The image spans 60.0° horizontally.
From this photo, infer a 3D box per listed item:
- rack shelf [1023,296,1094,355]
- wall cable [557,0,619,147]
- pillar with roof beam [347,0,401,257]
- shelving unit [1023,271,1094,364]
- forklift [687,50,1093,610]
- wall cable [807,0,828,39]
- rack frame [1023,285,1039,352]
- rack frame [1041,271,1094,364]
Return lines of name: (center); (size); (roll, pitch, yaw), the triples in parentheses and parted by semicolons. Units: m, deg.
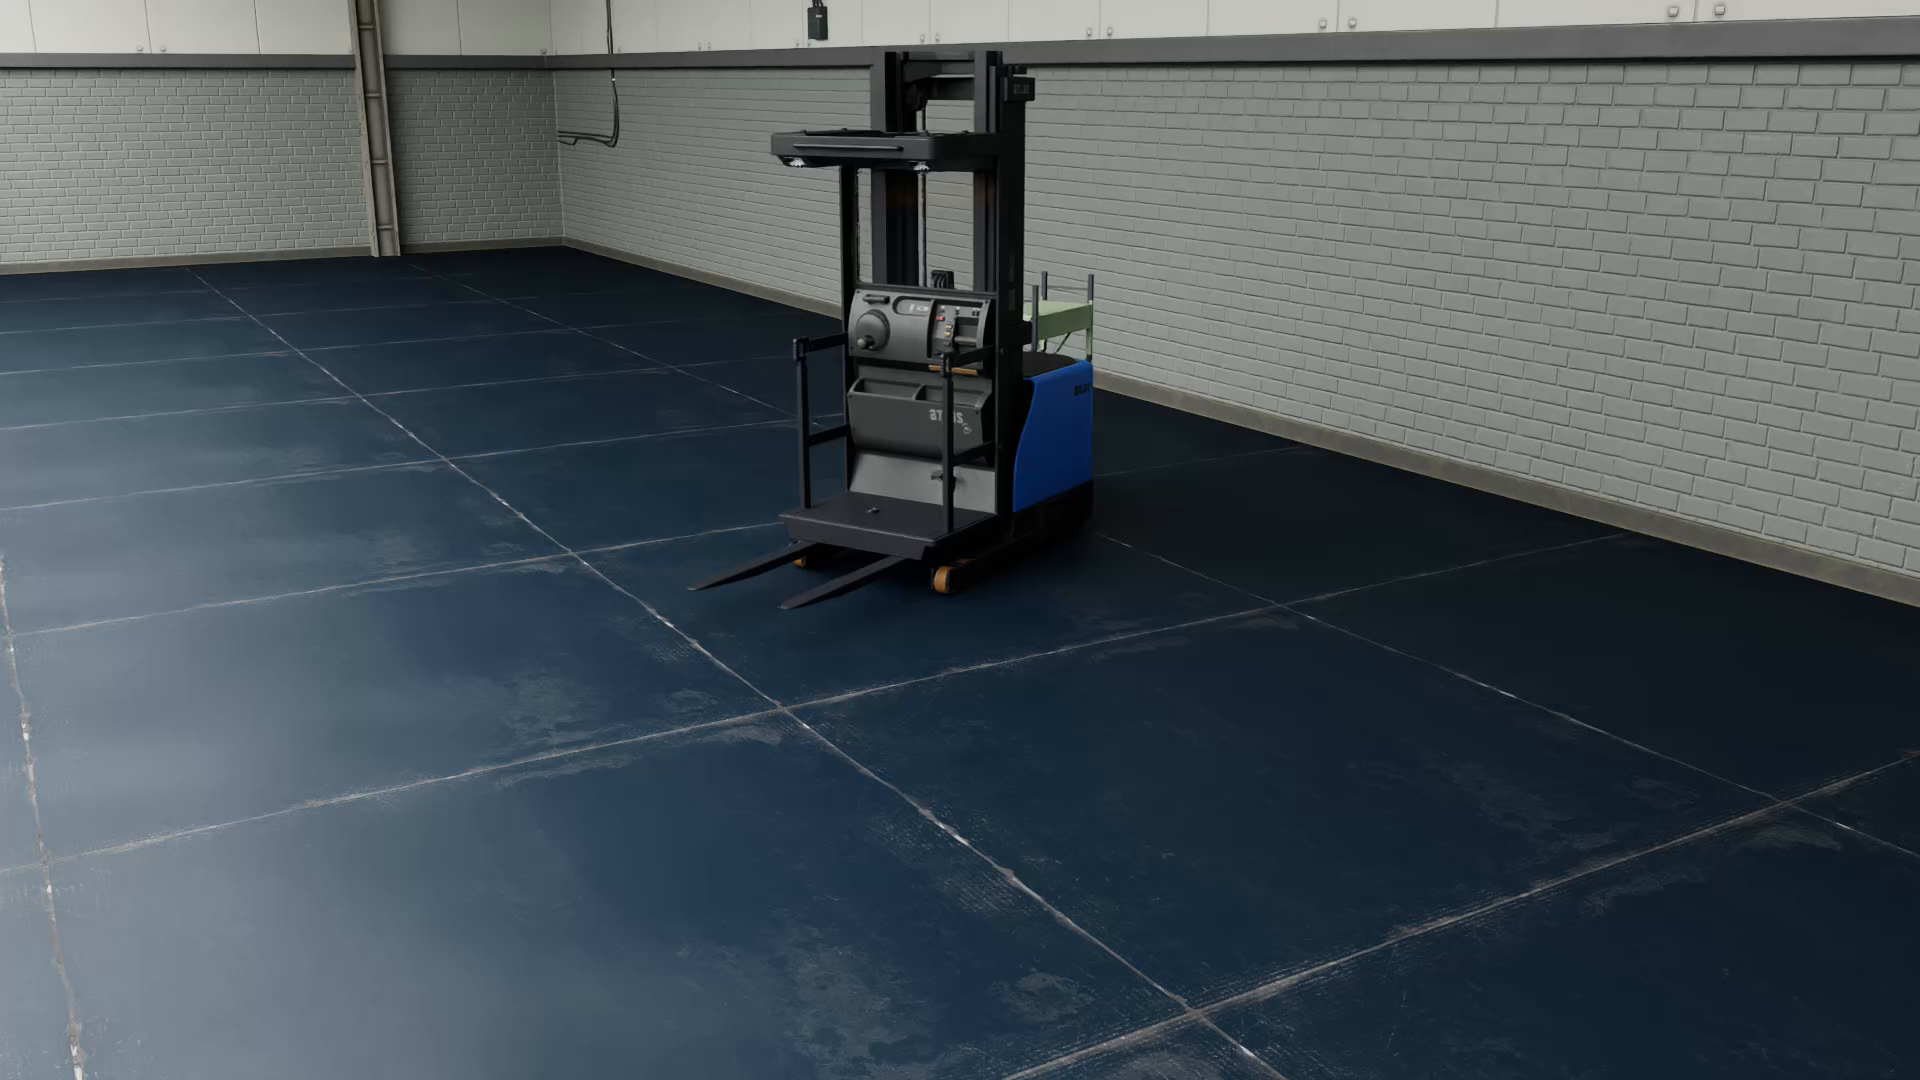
rack shelf: (0.534, -1.401, 11.183); (0.431, 0.370, 0.720); (10, 19, 32)
wall cable: (-6.018, -7.515, 26.301); (0.112, 2.526, 3.097); (-9, 18, -30)
pillar with roof beam: (-7.007, -7.911, 21.959); (0.400, 9.000, 9.100); (-9, 18, -30)
shelving unit: (0.534, -1.025, 11.288); (0.431, 1.500, 0.755); (10, 19, 32)
forklift: (-0.349, -1.245, 9.422); (1.130, 2.935, 3.031); (9, 18, 30)
wall cable: (-1.142, -8.449, 17.579); (0.169, 6.003, 2.305); (-9, 18, -30)
rack frame: (0.333, -0.943, 10.994); (0.400, 1.500, 0.023); (10, 19, 32)
rack frame: (0.736, -1.107, 11.582); (0.400, 1.500, 0.023); (10, 19, 32)
